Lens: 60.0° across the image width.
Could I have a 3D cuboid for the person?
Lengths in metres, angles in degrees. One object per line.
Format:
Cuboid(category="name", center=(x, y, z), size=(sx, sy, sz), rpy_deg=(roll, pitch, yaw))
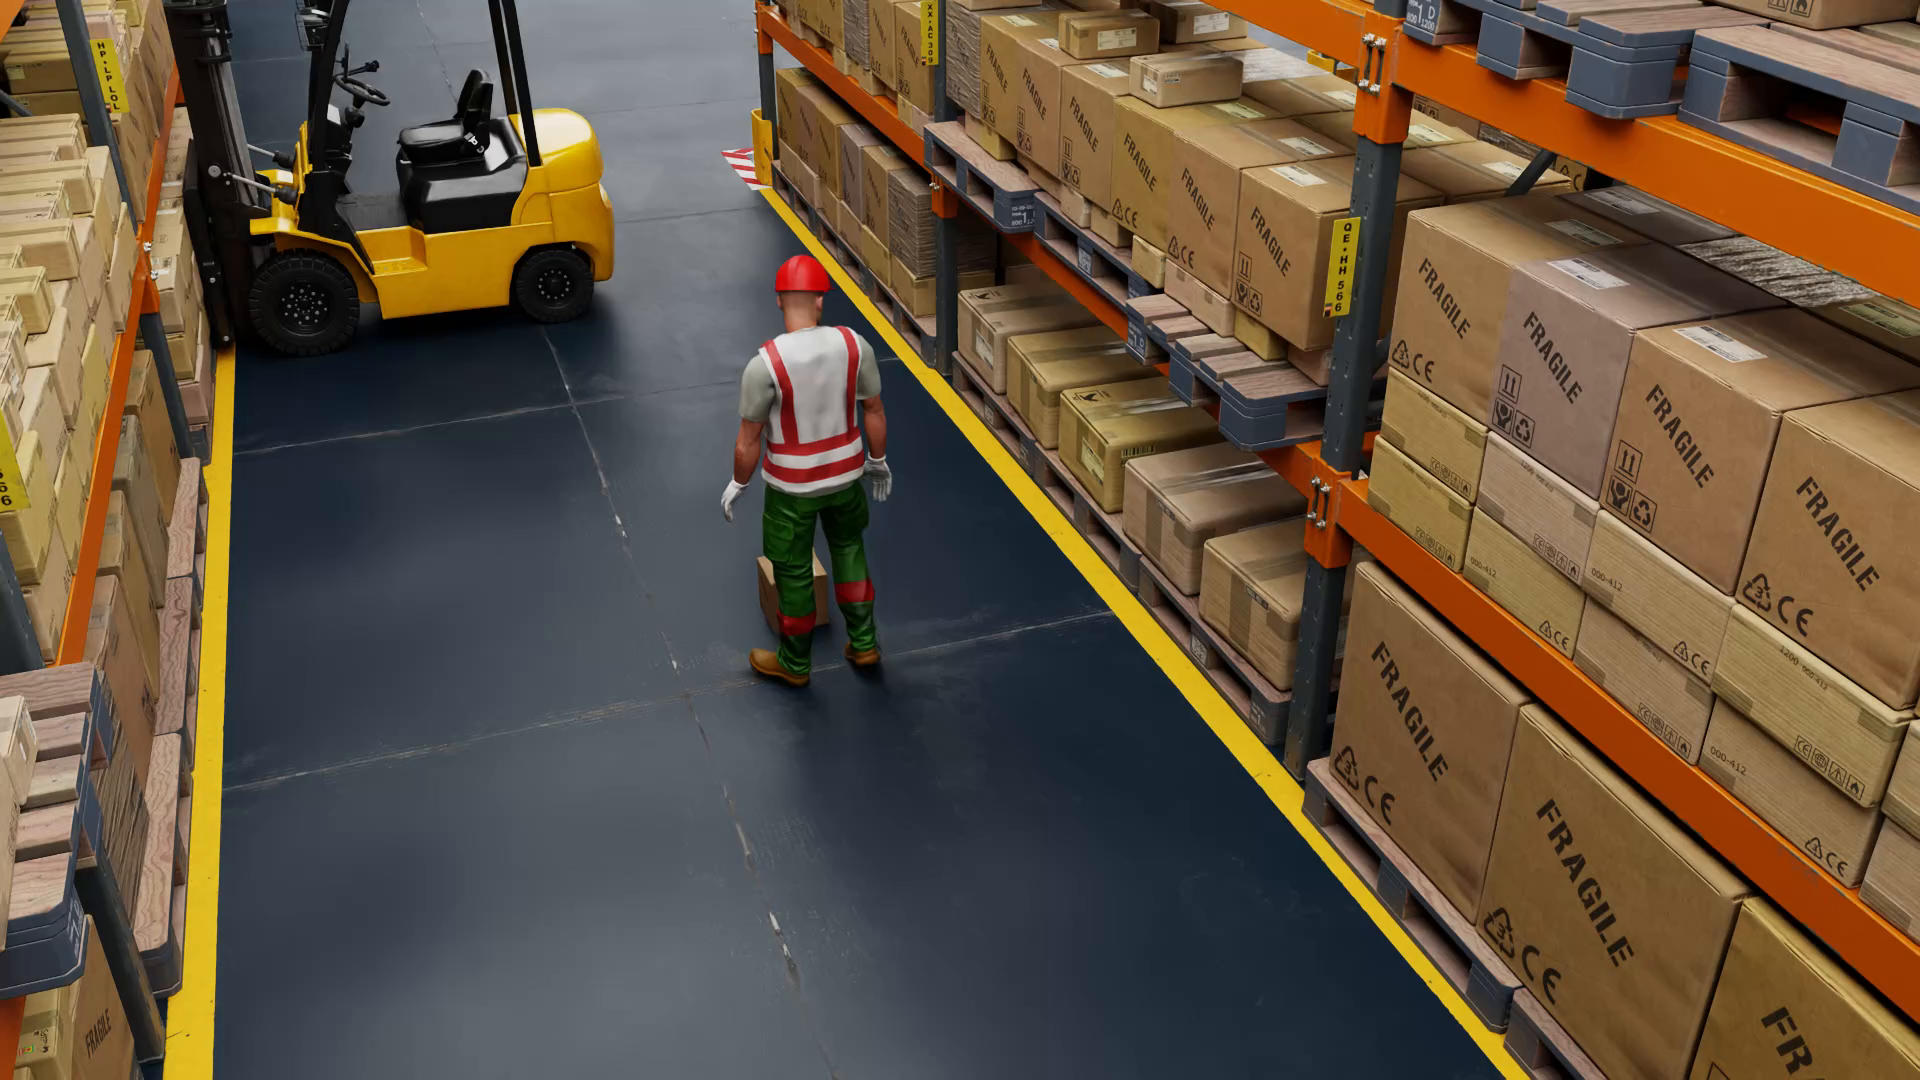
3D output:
Cuboid(category="person", center=(-0.604, -0.232, 6.498), size=(0.659, 1.790, 0.389), rpy_deg=(-17, 34, -27))
